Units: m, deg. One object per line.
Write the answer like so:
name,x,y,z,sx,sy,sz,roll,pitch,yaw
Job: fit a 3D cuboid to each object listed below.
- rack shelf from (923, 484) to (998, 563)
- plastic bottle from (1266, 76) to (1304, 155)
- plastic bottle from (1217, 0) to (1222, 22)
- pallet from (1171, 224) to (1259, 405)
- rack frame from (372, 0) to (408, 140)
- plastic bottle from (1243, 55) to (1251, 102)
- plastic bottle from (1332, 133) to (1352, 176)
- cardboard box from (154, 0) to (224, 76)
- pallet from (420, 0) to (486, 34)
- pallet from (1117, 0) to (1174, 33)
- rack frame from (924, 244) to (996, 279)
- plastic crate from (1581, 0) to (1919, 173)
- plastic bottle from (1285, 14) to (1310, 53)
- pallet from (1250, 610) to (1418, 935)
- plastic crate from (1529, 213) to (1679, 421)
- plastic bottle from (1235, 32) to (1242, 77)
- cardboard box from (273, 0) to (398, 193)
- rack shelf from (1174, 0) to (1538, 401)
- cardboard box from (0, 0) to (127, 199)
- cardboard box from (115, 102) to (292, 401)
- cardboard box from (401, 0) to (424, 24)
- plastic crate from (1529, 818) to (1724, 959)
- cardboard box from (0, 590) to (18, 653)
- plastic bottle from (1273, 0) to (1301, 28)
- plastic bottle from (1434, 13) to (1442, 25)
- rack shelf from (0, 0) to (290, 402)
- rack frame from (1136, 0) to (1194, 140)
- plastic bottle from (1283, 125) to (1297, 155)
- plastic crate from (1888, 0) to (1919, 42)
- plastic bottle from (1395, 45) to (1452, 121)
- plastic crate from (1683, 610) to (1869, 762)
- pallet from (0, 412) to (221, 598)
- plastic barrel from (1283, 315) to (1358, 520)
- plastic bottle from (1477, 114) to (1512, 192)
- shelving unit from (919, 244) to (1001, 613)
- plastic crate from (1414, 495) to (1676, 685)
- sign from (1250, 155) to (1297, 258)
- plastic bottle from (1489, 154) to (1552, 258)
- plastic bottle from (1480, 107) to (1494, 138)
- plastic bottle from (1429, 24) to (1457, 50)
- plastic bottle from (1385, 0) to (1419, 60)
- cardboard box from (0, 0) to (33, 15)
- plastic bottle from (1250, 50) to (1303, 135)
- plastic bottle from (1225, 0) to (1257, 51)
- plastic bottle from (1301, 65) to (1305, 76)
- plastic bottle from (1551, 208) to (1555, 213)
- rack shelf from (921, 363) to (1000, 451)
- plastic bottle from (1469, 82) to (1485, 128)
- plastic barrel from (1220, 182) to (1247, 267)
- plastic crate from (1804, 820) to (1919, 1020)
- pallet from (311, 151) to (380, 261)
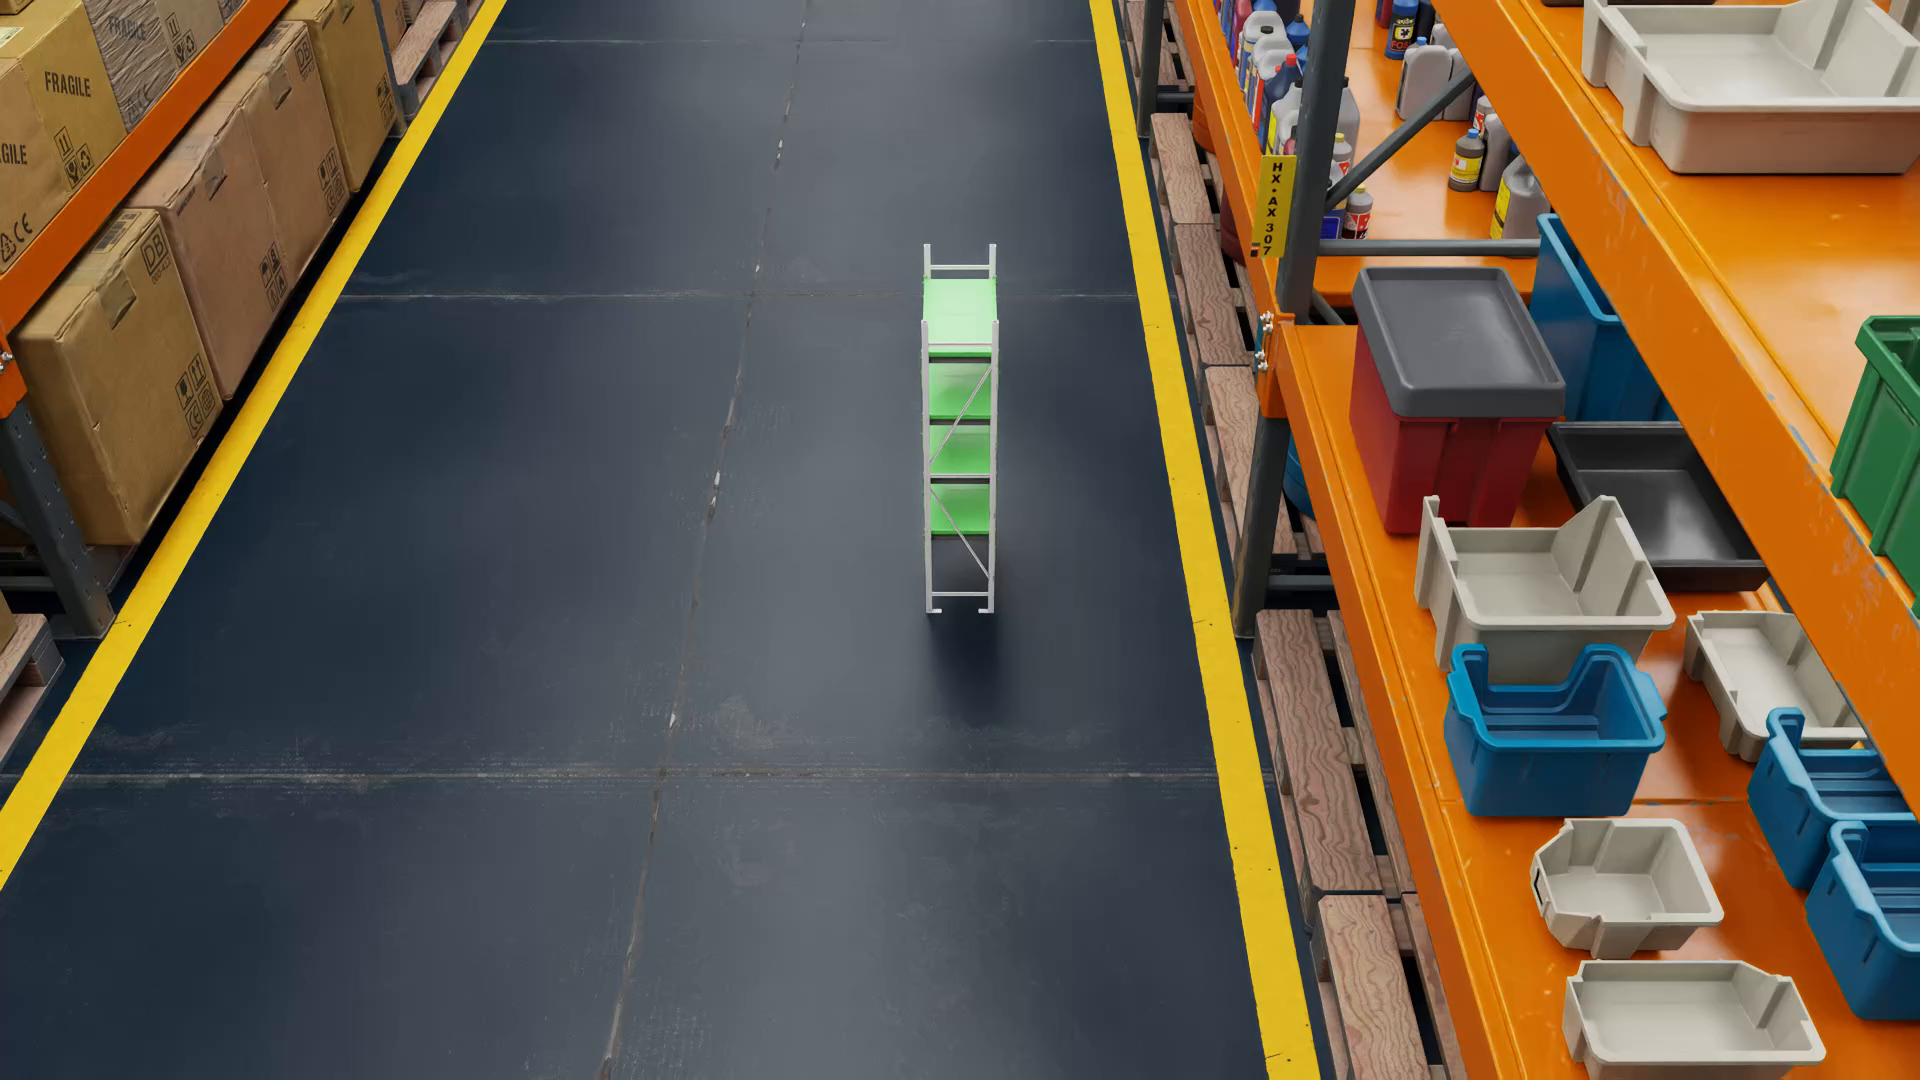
rack shelf,0.000,-0.128,5.936,0.258,0.148,0.480,0,39,0
plastic bottle,1.132,-1.414,5.655,0.144,0.351,0.185,0,39,0
plastic bottle,1.107,-2.244,6.754,0.097,0.271,0.097,0,39,0
pallet,1.497,-1.018,7.351,1.003,0.211,1.213,0,39,0
rack frame,-3.497,-3.356,8.039,1.000,3.000,0.127,0,39,0
plastic bottle,1.108,-1.728,6.166,0.097,0.201,0.097,0,39,0
plastic bottle,1.261,-1.267,5.592,0.097,0.201,0.097,0,39,0
cardboard box,-3.251,-2.132,6.432,0.500,0.500,0.500,1,39,1
pallet,-3.495,-3.518,10.471,1.003,0.211,1.213,0,39,0
pallet,1.495,-3.517,10.470,1.003,0.211,1.213,0,39,0
rack frame,0.000,-0.517,5.936,0.240,1.200,0.015,0,39,0
plastic crate,1.214,-0.717,2.558,0.437,0.136,0.530,0,39,0
plastic bottle,1.260,-1.839,6.249,0.097,0.271,0.097,0,39,0
pallet,1.500,0.690,5.221,1.003,0.211,1.213,0,39,0
plastic crate,1.802,-0.584,4.545,0.392,0.384,0.575,0,39,0
plastic bottle,1.108,-1.873,6.347,0.097,0.201,0.097,0,39,0
cardboard box,-3.517,-2.259,8.034,1.225,0.875,0.875,-2,39,-2
rack shelf,1.458,-1.828,6.708,1.077,0.370,4.000,0,39,0
cardboard box,-3.245,-1.496,5.638,0.500,0.500,0.500,0,39,0
cardboard box,-3.515,-1.149,6.648,1.225,0.875,0.875,-1,39,-2
cardboard box,-3.531,-3.318,9.639,0.700,0.500,0.500,-3,39,-4
plastic crate,1.253,0.672,3.175,0.298,0.136,0.250,0,39,0
cardboard box,-3.572,0.223,4.936,0.875,0.875,0.875,0,39,0
plastic bottle,1.283,-2.187,6.620,0.144,0.351,0.185,0,39,0
plastic bottle,1.867,-1.955,6.394,0.097,0.271,0.097,0,39,0
rack shelf,-3.495,-1.825,6.704,1.077,0.370,4.000,0,39,0
rack frame,1.456,-3.360,8.044,1.000,3.000,0.127,0,39,0
plastic bottle,1.091,-1.204,5.447,0.061,0.283,0.133,0,39,0
plastic crate,1.771,-0.867,2.630,0.437,0.282,0.530,0,39,0
plastic bottle,1.688,-1.679,6.045,0.152,0.276,0.135,0,39,0
plastic crate,1.763,0.310,3.628,0.293,0.136,0.466,0,39,0
pallet,-3.569,-0.249,6.392,1.003,0.211,1.213,0,39,0
plastic barrel,1.477,-0.544,5.872,0.600,0.901,0.708,0,39,0
plastic bottle,1.840,-1.328,5.608,0.152,0.276,0.135,0,39,0
shelving unit,0.000,-0.365,5.746,0.258,1.200,0.503,0,39,0
plastic crate,1.278,0.120,3.749,0.437,0.282,0.530,0,39,0
sign,0.910,-0.967,4.837,0.100,0.325,0.005,0,39,0
plastic bottle,1.784,-1.085,5.244,0.144,0.351,0.185,0,39,0
plastic bottle,1.867,-1.433,5.798,0.097,0.201,0.097,0,39,0
plastic bottle,1.839,-1.824,6.226,0.152,0.276,0.135,0,39,0
plastic bottle,1.722,-2.016,6.470,0.097,0.271,0.097,0,39,0
cardboard box,-3.491,-2.114,5.607,0.797,0.503,0.637,0,39,0
plastic bottle,1.136,-1.600,5.947,0.152,0.276,0.135,0,39,0
plastic bottle,1.131,-2.103,6.514,0.144,0.351,0.185,0,39,0
plastic bottle,1.260,-1.610,5.963,0.097,0.271,0.097,0,39,0
plastic bottle,1.887,-1.042,5.245,0.061,0.283,0.133,0,39,0
rack shelf,0.000,-0.502,5.635,0.258,0.148,0.480,0,39,0
plastic bottle,1.886,-1.598,5.938,0.061,0.283,0.133,0,39,0
plastic barrel,1.475,-1.570,7.404,0.600,0.588,0.708,0,39,0
plastic crate,1.792,0.707,3.055,0.416,0.233,0.300,0,39,0
pallet,-3.572,-1.775,8.296,1.003,0.211,1.213,0,39,0
